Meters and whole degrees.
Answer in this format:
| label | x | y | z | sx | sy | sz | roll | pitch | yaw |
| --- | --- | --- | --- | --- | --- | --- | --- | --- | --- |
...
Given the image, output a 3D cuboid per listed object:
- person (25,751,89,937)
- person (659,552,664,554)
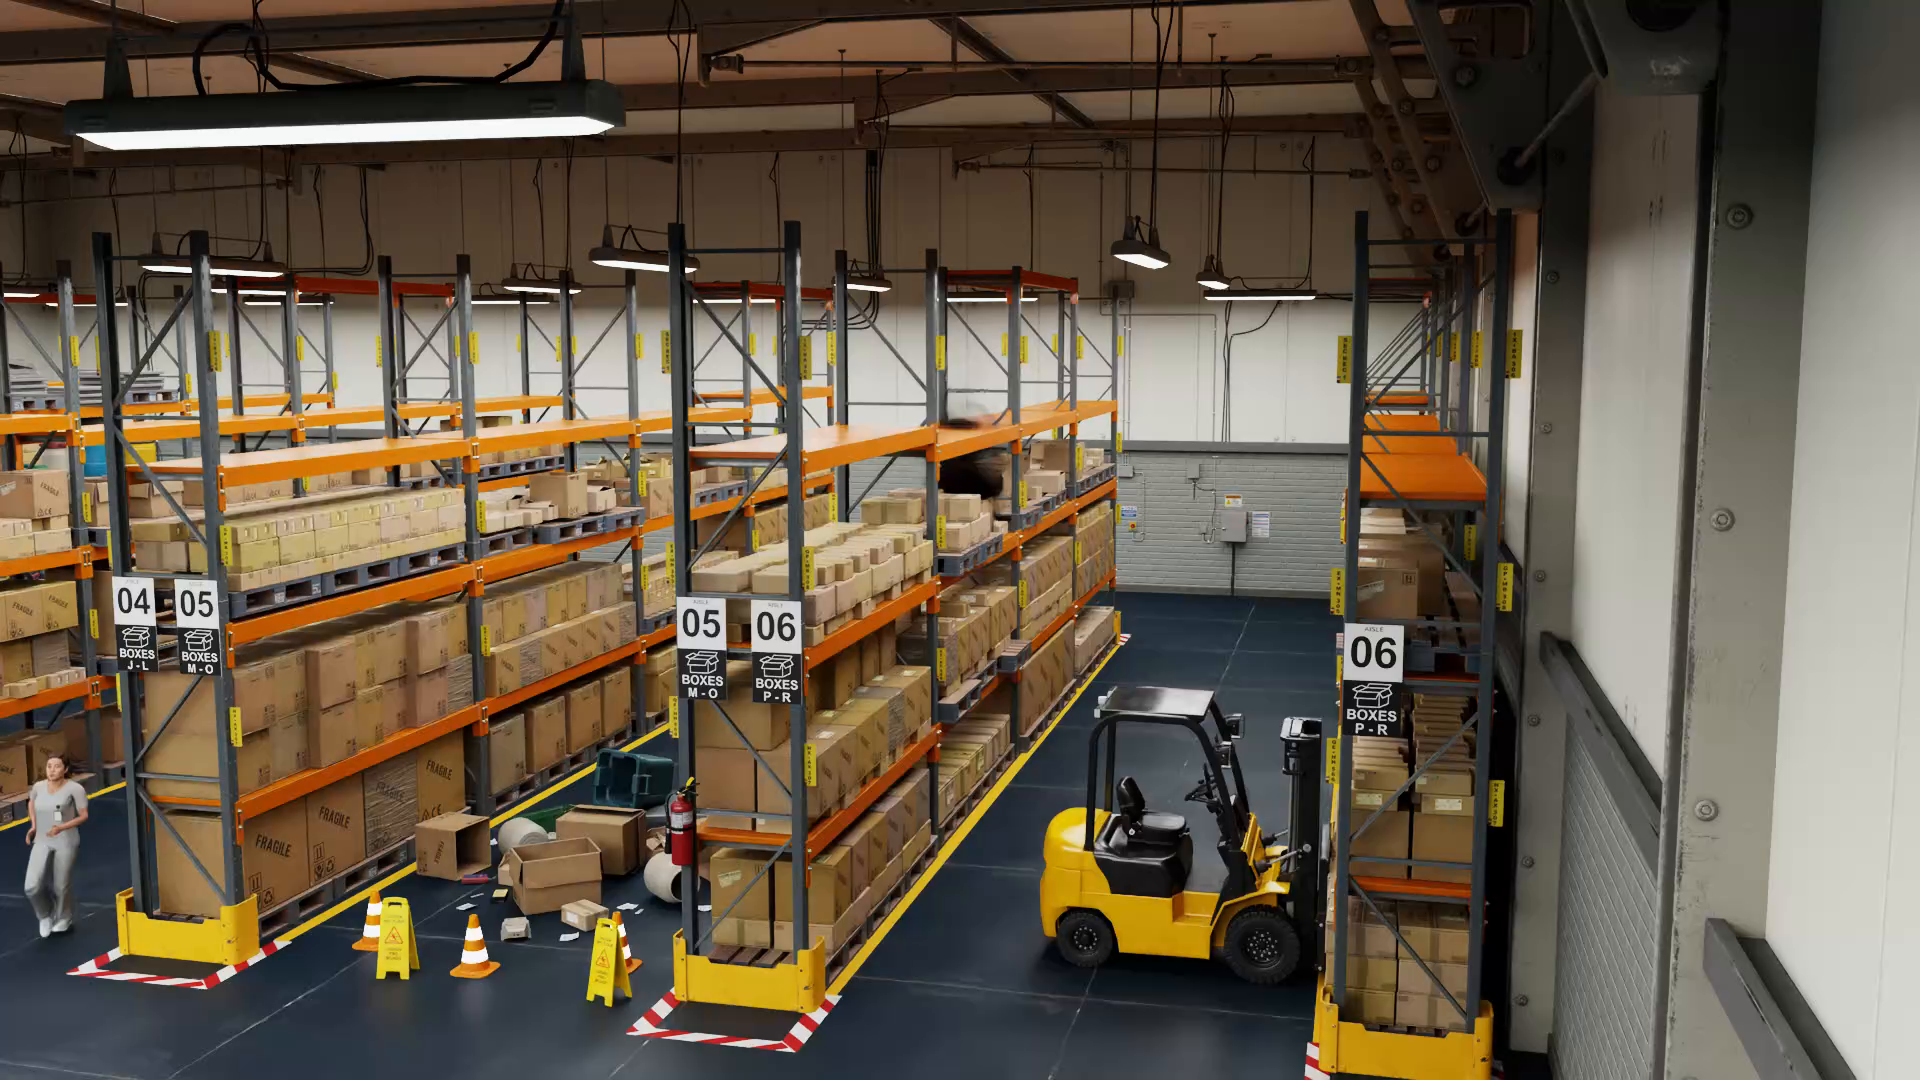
| label | x | y | z | sx | sy | sz | roll | pitch | yaw |
| --- | --- | --- | --- | --- | --- | --- | --- | --- | --- |
| person | -7.763 | 2.614 | 14.289 | 0.545 | 1.624 | 0.628 | -1 | 7 | -8 |
| person | -4.967 | 1.000 | 27.818 | 0.623 | 1.605 | 0.561 | 2 | 7 | 17 |
